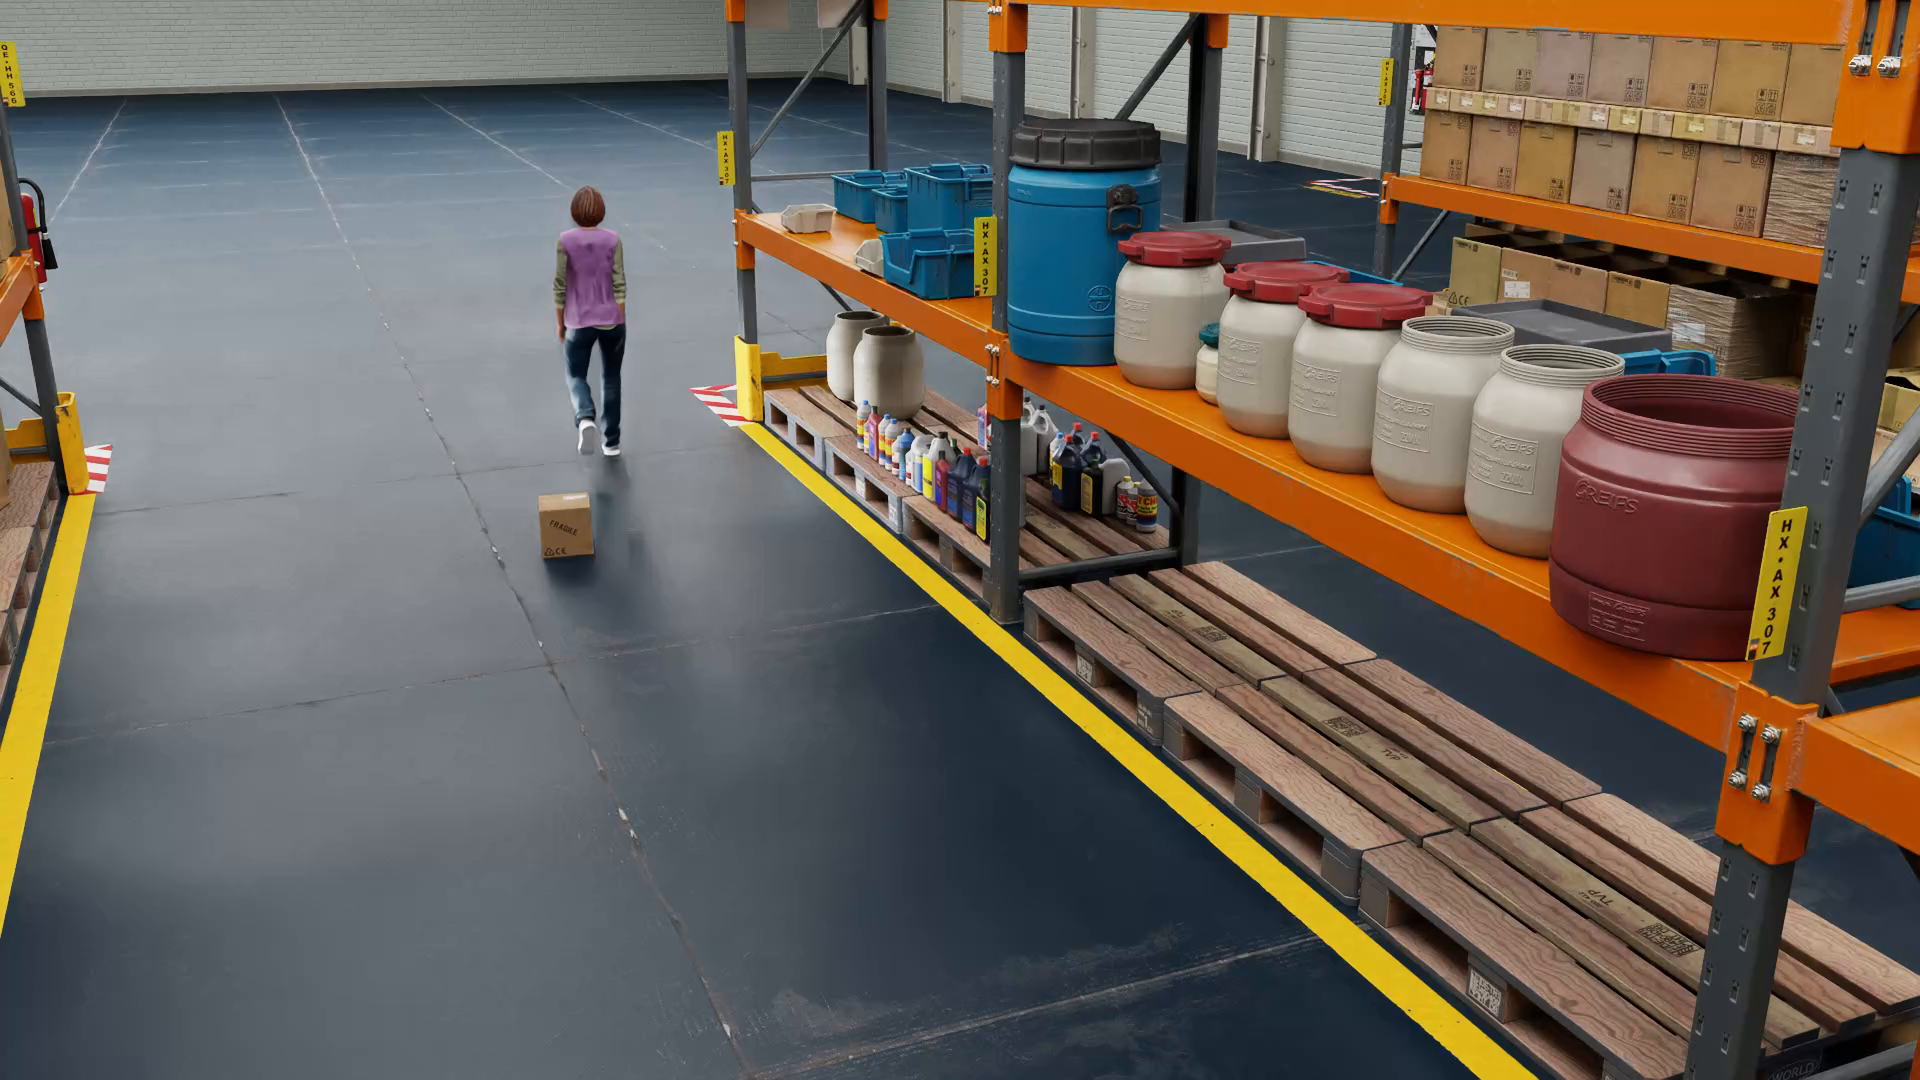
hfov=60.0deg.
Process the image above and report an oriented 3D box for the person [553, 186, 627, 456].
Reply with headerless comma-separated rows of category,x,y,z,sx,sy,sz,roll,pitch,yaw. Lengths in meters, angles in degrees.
person,-2.099,-1.213,9.518,0.414,1.586,0.638,-5,20,-15
